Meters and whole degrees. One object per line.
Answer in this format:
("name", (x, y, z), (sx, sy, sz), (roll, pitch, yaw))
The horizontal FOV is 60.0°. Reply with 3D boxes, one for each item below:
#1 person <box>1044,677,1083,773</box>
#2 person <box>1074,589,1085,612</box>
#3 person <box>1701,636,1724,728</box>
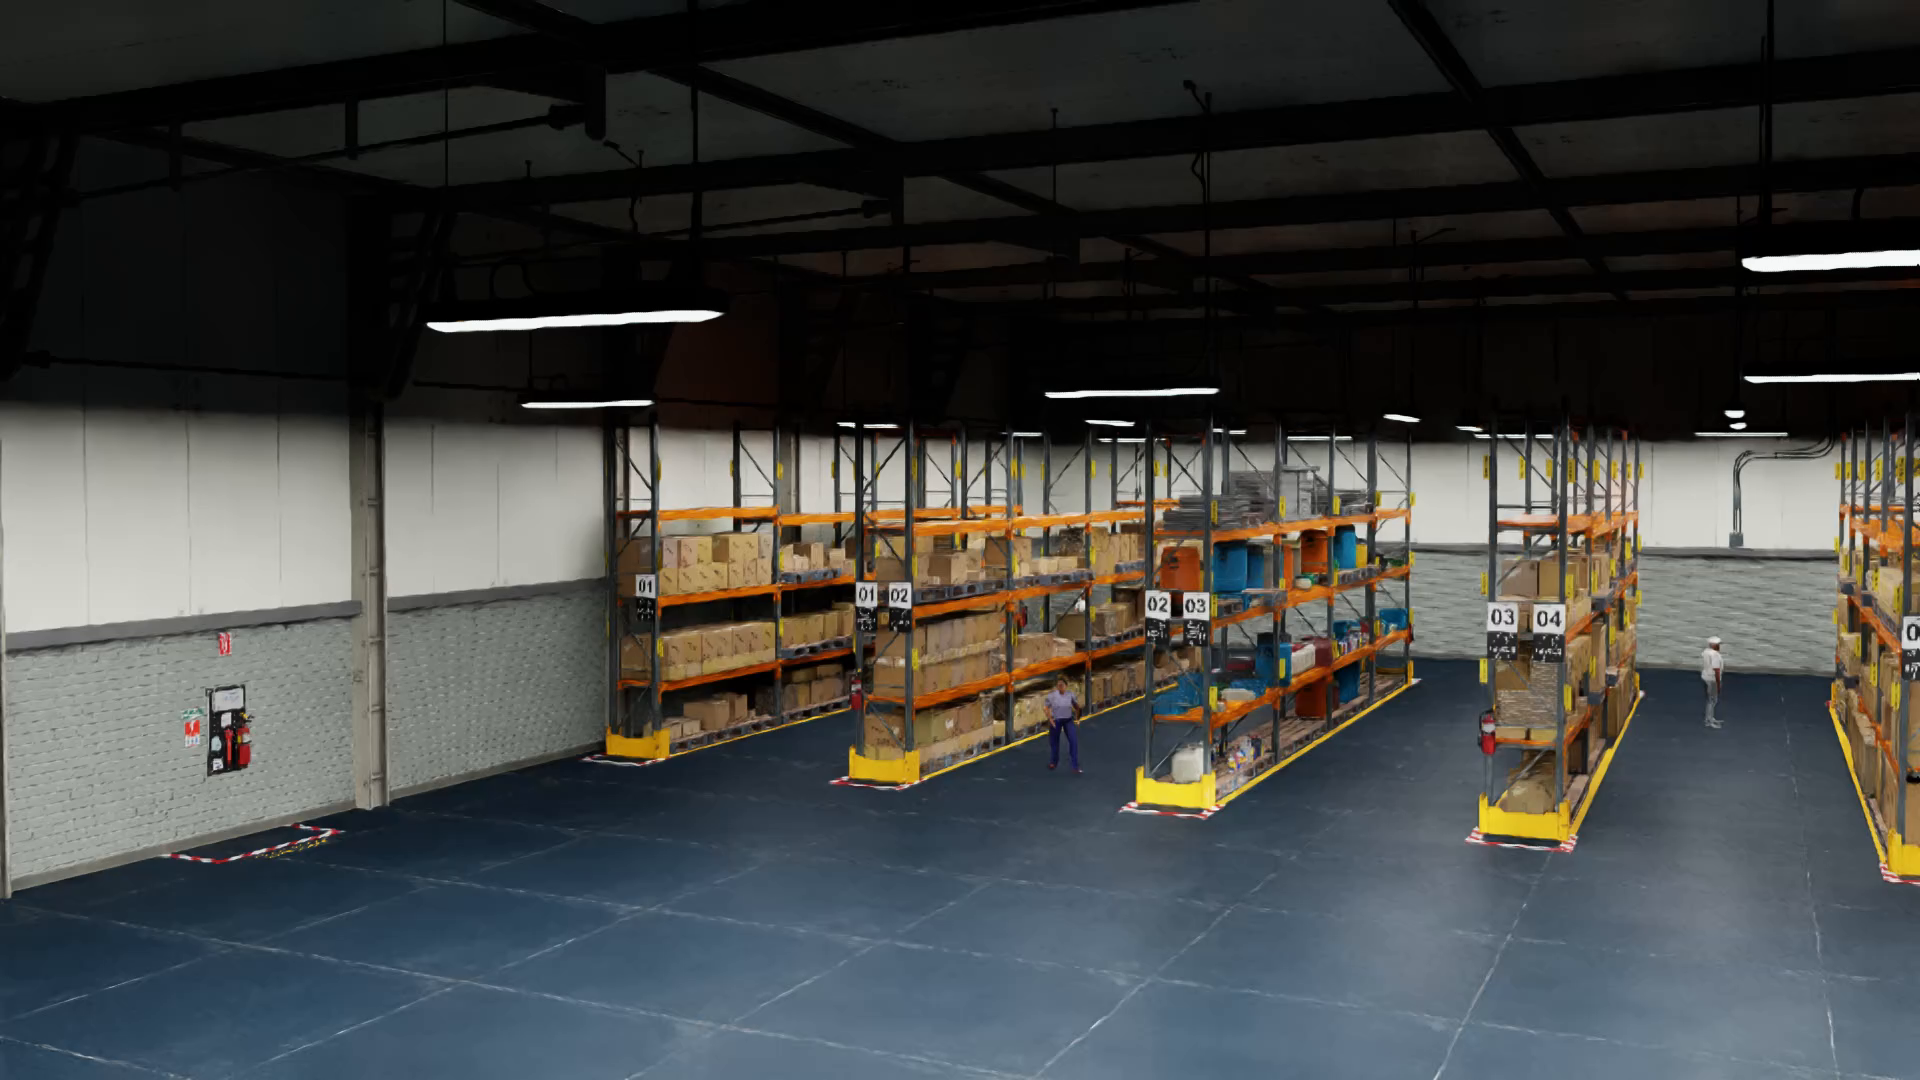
("person", (1.727, 3.042, 27.612), (0.660, 1.580, 0.811), (0, 2, 7))
("person", (3.346, 2.210, 46.793), (0.674, 1.656, 0.536), (-1, 2, -16))
("person", (14.679, 2.737, 32.332), (0.469, 1.766, 0.642), (0, 2, 4))
